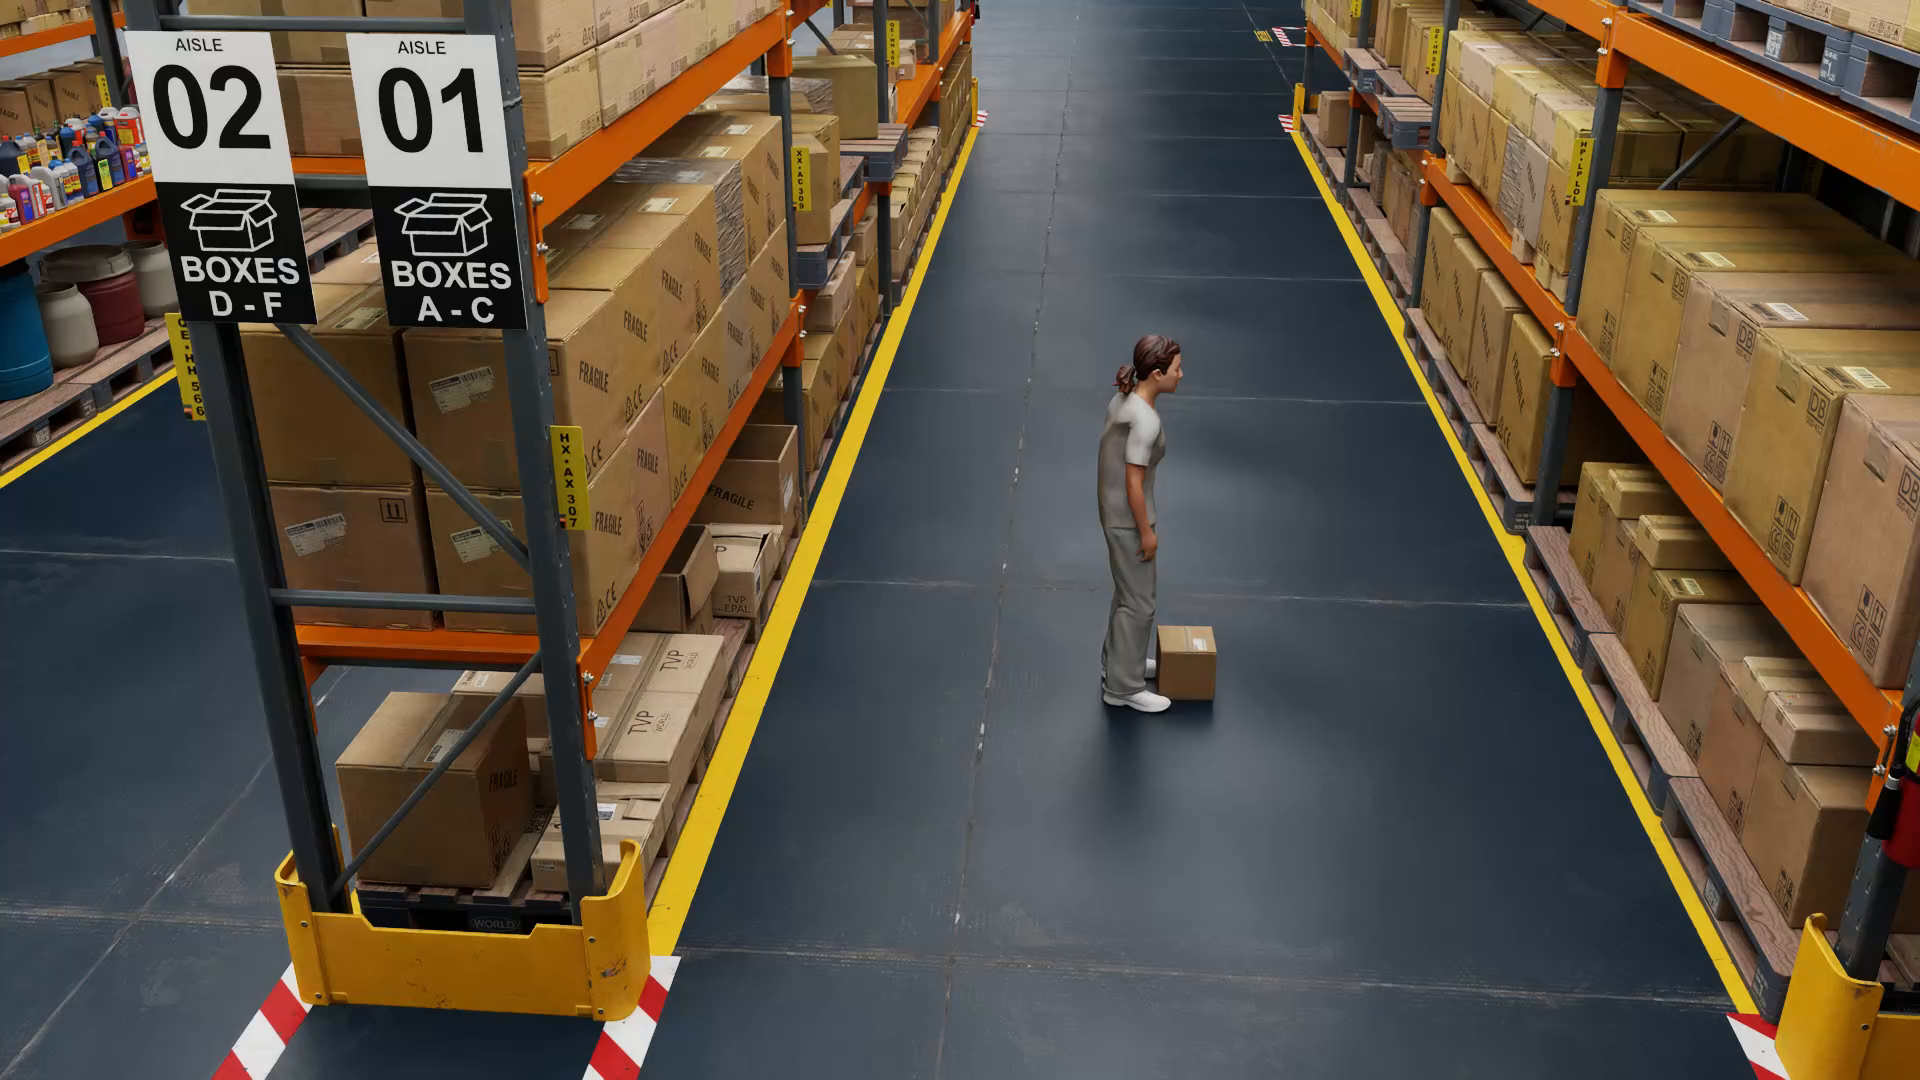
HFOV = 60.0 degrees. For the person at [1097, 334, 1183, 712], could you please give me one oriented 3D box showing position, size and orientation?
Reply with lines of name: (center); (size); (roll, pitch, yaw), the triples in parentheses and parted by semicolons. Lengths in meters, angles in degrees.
person: (0.779, -0.089, 7.303); (0.363, 1.671, 0.511); (0, 25, 1)
